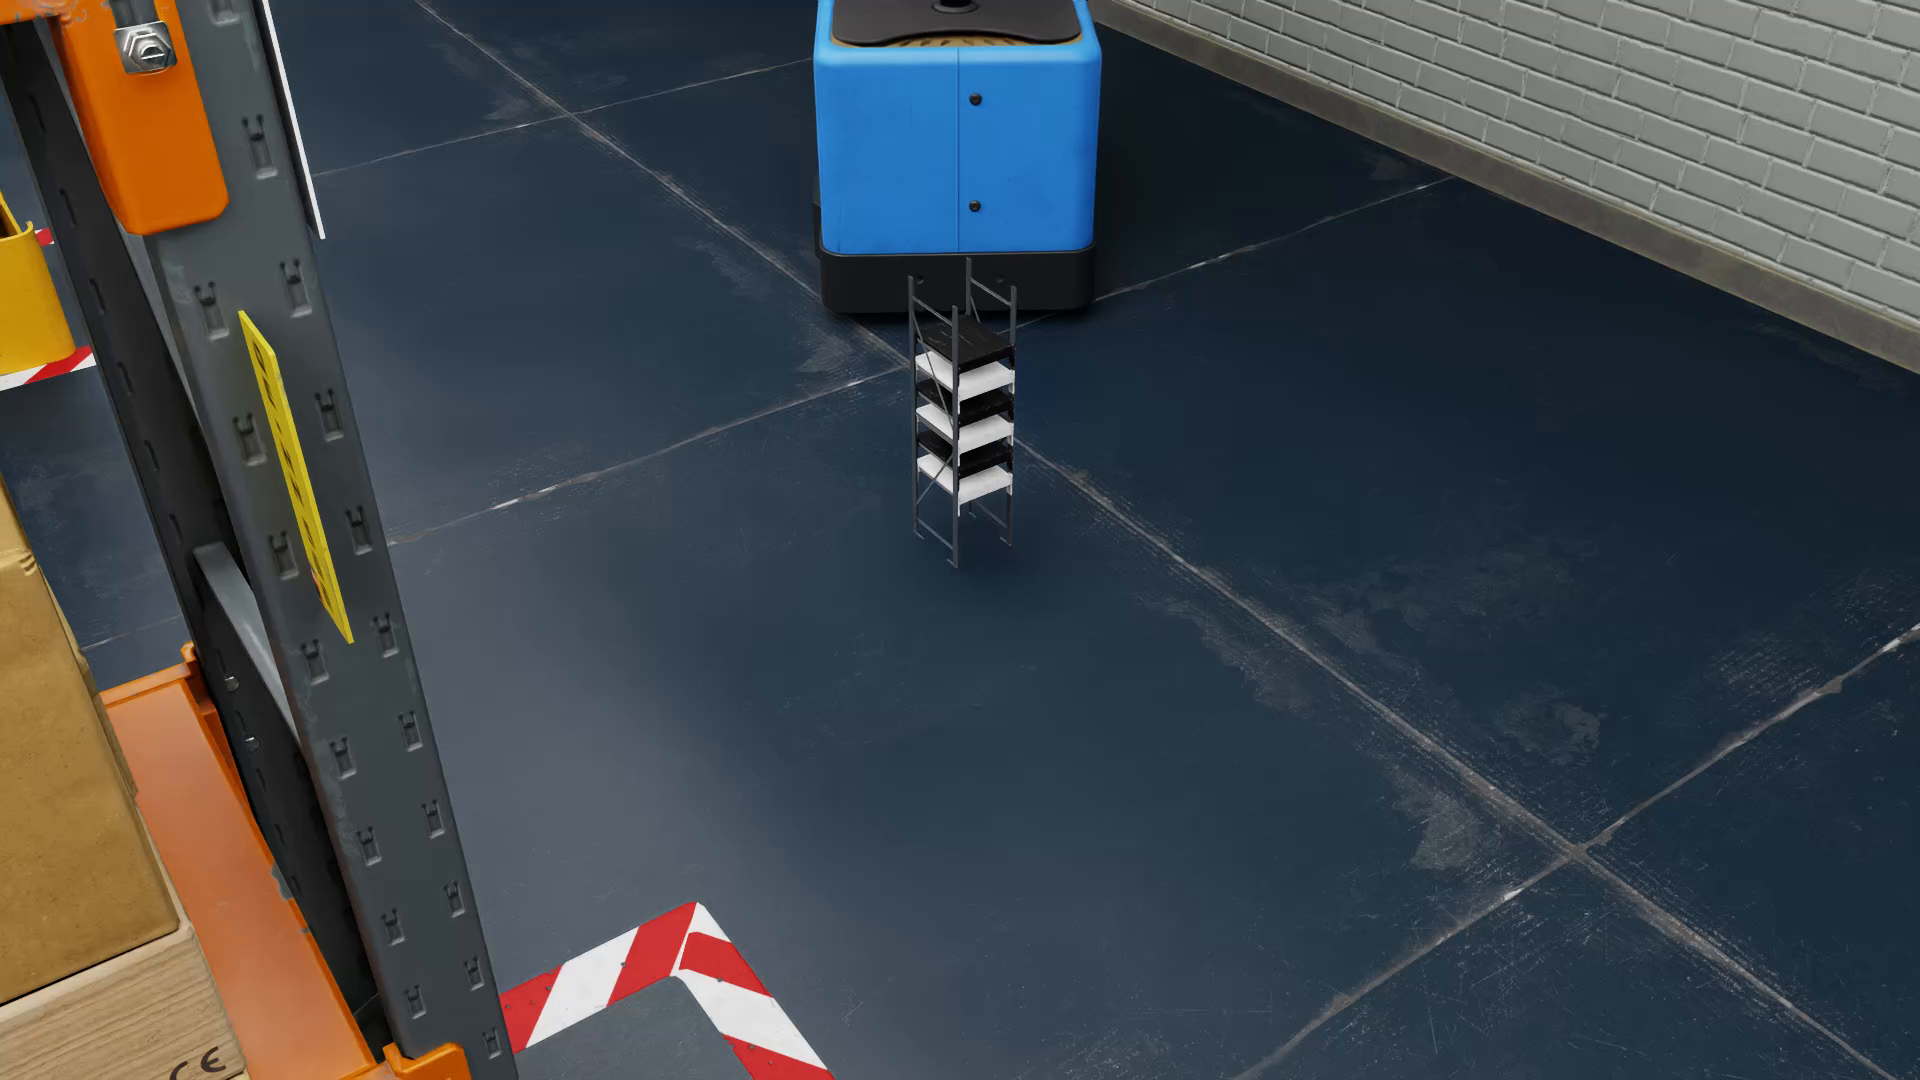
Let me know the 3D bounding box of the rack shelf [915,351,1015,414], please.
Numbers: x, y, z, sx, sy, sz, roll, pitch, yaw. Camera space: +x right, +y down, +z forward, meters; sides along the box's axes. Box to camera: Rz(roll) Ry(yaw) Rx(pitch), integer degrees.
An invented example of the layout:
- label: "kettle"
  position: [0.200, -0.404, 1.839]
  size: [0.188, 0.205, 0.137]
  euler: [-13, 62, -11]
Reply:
- label: "rack shelf"
  position: [0.007, -0.487, 4.905]
  size: [0.200, 0.077, 0.258]
  euler: [-22, 41, -28]

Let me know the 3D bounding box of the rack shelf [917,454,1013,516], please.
- label: "rack shelf"
  position: [0.007, -0.195, 5.116]
  size: [0.200, 0.077, 0.258]
  euler: [-22, 41, -28]

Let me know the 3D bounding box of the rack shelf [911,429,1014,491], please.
- label: "rack shelf"
  position: [0.007, -0.268, 5.063]
  size: [0.200, 0.077, 0.258]
  euler: [-22, 41, -28]

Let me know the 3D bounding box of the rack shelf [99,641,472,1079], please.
- label: "rack shelf"
  position: [-2.558, 1.214, 1.609]
  size: [4.000, 0.370, 1.077]
  euler: [-22, 41, -28]

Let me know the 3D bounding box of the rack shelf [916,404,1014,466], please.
- label: "rack shelf"
  position: [0.007, -0.341, 5.011]
  size: [0.200, 0.077, 0.258]
  euler: [-22, 41, -28]

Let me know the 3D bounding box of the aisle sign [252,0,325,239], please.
- label: "aisle sign"
  position: [-0.691, -0.687, 1.410]
  size: [0.004, 0.787, 0.394]
  euler: [-22, 41, -28]

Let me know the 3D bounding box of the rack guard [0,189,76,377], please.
- label: "rack guard"
  position: [-3.764, -1.114, 6.371]
  size: [0.348, 0.500, 1.175]
  euler: [-22, 41, -28]

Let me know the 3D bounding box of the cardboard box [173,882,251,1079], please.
- label: "cardboard box"
  position: [-1.024, 0.628, 2.022]
  size: [0.250, 0.149, 0.380]
  euler: [-22, 41, -27]

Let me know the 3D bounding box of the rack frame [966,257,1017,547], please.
- label: "rack frame"
  position: [0.090, -0.402, 5.039]
  size: [0.006, 0.900, 0.240]
  euler: [-22, 41, -28]

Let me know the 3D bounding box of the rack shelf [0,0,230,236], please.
- label: "rack shelf"
  position: [-2.558, -0.004, 0.733]
  size: [4.000, 0.370, 1.077]
  euler: [-22, 41, -28]

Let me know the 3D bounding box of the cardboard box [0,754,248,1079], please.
- label: "cardboard box"
  position: [-1.166, 0.479, 1.888]
  size: [0.500, 0.250, 0.500]
  euler: [-23, 42, -29]

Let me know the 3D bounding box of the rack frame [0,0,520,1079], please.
- label: "rack frame"
  position: [-0.921, 0.251, 2.332]
  size: [0.053, 2.616, 0.949]
  euler: [-22, 41, -28]

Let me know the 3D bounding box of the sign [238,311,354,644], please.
- label: "sign"
  position: [-0.622, -0.053, 1.560]
  size: [0.005, 0.325, 0.100]
  euler: [-22, 41, -28]

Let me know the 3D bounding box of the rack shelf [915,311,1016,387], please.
- label: "rack shelf"
  position: [0.007, -0.560, 4.853]
  size: [0.200, 0.077, 0.258]
  euler: [-22, 41, -28]

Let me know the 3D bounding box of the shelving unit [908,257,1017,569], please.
- label: "shelving unit"
  position: [0.007, -0.368, 4.991]
  size: [0.210, 0.900, 0.258]
  euler: [-22, 41, -28]

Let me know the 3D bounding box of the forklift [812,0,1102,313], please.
- label: "forklift"
  position: [-0.061, -2.886, 6.753]
  size: [1.130, 2.935, 3.031]
  euler: [-1, 36, -2]

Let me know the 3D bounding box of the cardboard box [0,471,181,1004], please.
- label: "cardboard box"
  position: [-1.170, 0.174, 1.670]
  size: [0.500, 0.500, 0.500]
  euler: [-22, 41, -27]

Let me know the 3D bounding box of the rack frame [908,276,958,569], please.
- label: "rack frame"
  position: [-0.076, -0.334, 4.943]
  size: [0.006, 0.900, 0.240]
  euler: [-22, 41, -28]

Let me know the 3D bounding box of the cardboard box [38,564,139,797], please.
- label: "cardboard box"
  position: [-1.471, 0.222, 2.246]
  size: [0.500, 0.250, 0.500]
  euler: [-24, 42, -29]

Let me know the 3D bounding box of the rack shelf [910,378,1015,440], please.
- label: "rack shelf"
  position: [0.007, -0.414, 4.958]
  size: [0.200, 0.077, 0.258]
  euler: [-22, 41, -28]
